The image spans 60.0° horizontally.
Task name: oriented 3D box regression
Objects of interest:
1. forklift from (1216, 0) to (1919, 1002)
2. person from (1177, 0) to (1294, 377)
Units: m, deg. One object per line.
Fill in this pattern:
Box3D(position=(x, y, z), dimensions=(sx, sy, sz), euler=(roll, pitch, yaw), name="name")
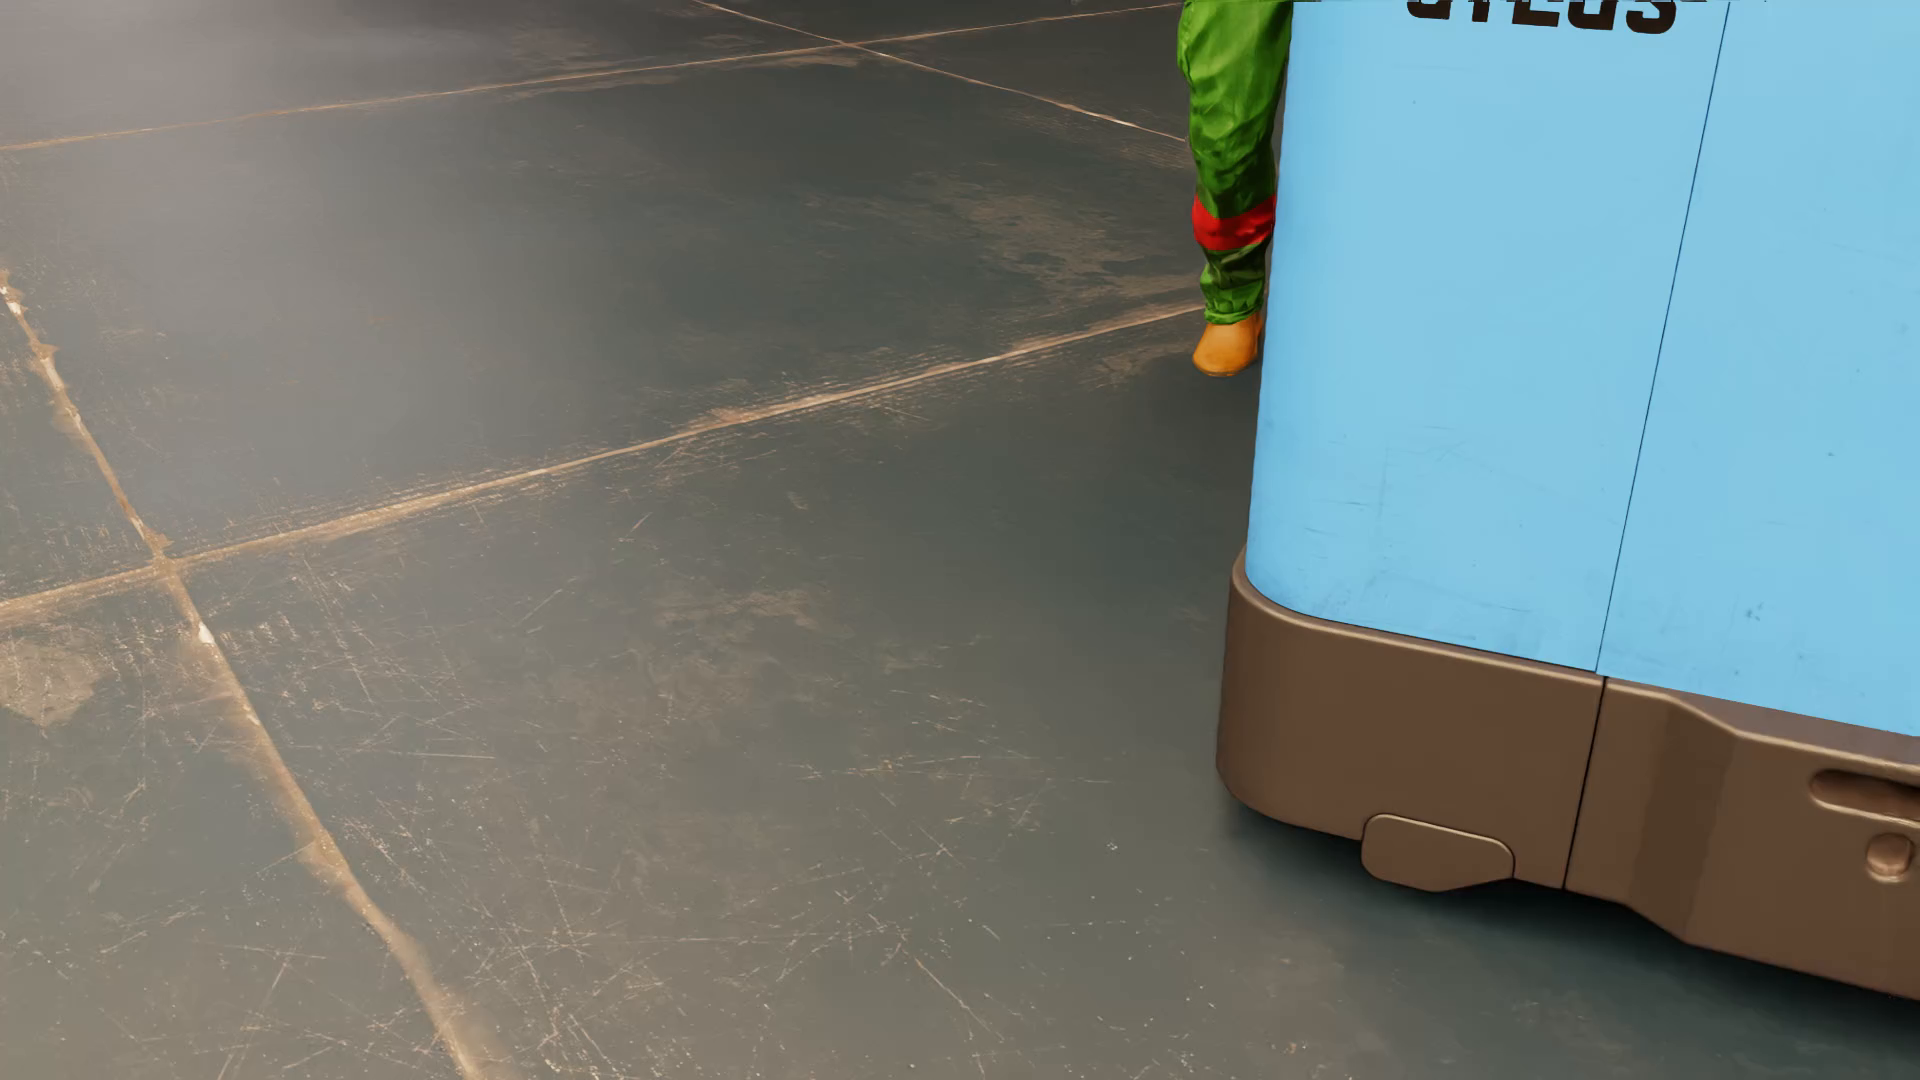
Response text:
Box3D(position=(1.847, -0.911, 1.048), dimensions=(3.031, 2.935, 1.130), euler=(11, 29, 21), name="forklift")
Box3D(position=(0.619, -1.073, 2.741), dimensions=(0.887, 1.750, 0.464), euler=(9, 28, 17), name="person")
